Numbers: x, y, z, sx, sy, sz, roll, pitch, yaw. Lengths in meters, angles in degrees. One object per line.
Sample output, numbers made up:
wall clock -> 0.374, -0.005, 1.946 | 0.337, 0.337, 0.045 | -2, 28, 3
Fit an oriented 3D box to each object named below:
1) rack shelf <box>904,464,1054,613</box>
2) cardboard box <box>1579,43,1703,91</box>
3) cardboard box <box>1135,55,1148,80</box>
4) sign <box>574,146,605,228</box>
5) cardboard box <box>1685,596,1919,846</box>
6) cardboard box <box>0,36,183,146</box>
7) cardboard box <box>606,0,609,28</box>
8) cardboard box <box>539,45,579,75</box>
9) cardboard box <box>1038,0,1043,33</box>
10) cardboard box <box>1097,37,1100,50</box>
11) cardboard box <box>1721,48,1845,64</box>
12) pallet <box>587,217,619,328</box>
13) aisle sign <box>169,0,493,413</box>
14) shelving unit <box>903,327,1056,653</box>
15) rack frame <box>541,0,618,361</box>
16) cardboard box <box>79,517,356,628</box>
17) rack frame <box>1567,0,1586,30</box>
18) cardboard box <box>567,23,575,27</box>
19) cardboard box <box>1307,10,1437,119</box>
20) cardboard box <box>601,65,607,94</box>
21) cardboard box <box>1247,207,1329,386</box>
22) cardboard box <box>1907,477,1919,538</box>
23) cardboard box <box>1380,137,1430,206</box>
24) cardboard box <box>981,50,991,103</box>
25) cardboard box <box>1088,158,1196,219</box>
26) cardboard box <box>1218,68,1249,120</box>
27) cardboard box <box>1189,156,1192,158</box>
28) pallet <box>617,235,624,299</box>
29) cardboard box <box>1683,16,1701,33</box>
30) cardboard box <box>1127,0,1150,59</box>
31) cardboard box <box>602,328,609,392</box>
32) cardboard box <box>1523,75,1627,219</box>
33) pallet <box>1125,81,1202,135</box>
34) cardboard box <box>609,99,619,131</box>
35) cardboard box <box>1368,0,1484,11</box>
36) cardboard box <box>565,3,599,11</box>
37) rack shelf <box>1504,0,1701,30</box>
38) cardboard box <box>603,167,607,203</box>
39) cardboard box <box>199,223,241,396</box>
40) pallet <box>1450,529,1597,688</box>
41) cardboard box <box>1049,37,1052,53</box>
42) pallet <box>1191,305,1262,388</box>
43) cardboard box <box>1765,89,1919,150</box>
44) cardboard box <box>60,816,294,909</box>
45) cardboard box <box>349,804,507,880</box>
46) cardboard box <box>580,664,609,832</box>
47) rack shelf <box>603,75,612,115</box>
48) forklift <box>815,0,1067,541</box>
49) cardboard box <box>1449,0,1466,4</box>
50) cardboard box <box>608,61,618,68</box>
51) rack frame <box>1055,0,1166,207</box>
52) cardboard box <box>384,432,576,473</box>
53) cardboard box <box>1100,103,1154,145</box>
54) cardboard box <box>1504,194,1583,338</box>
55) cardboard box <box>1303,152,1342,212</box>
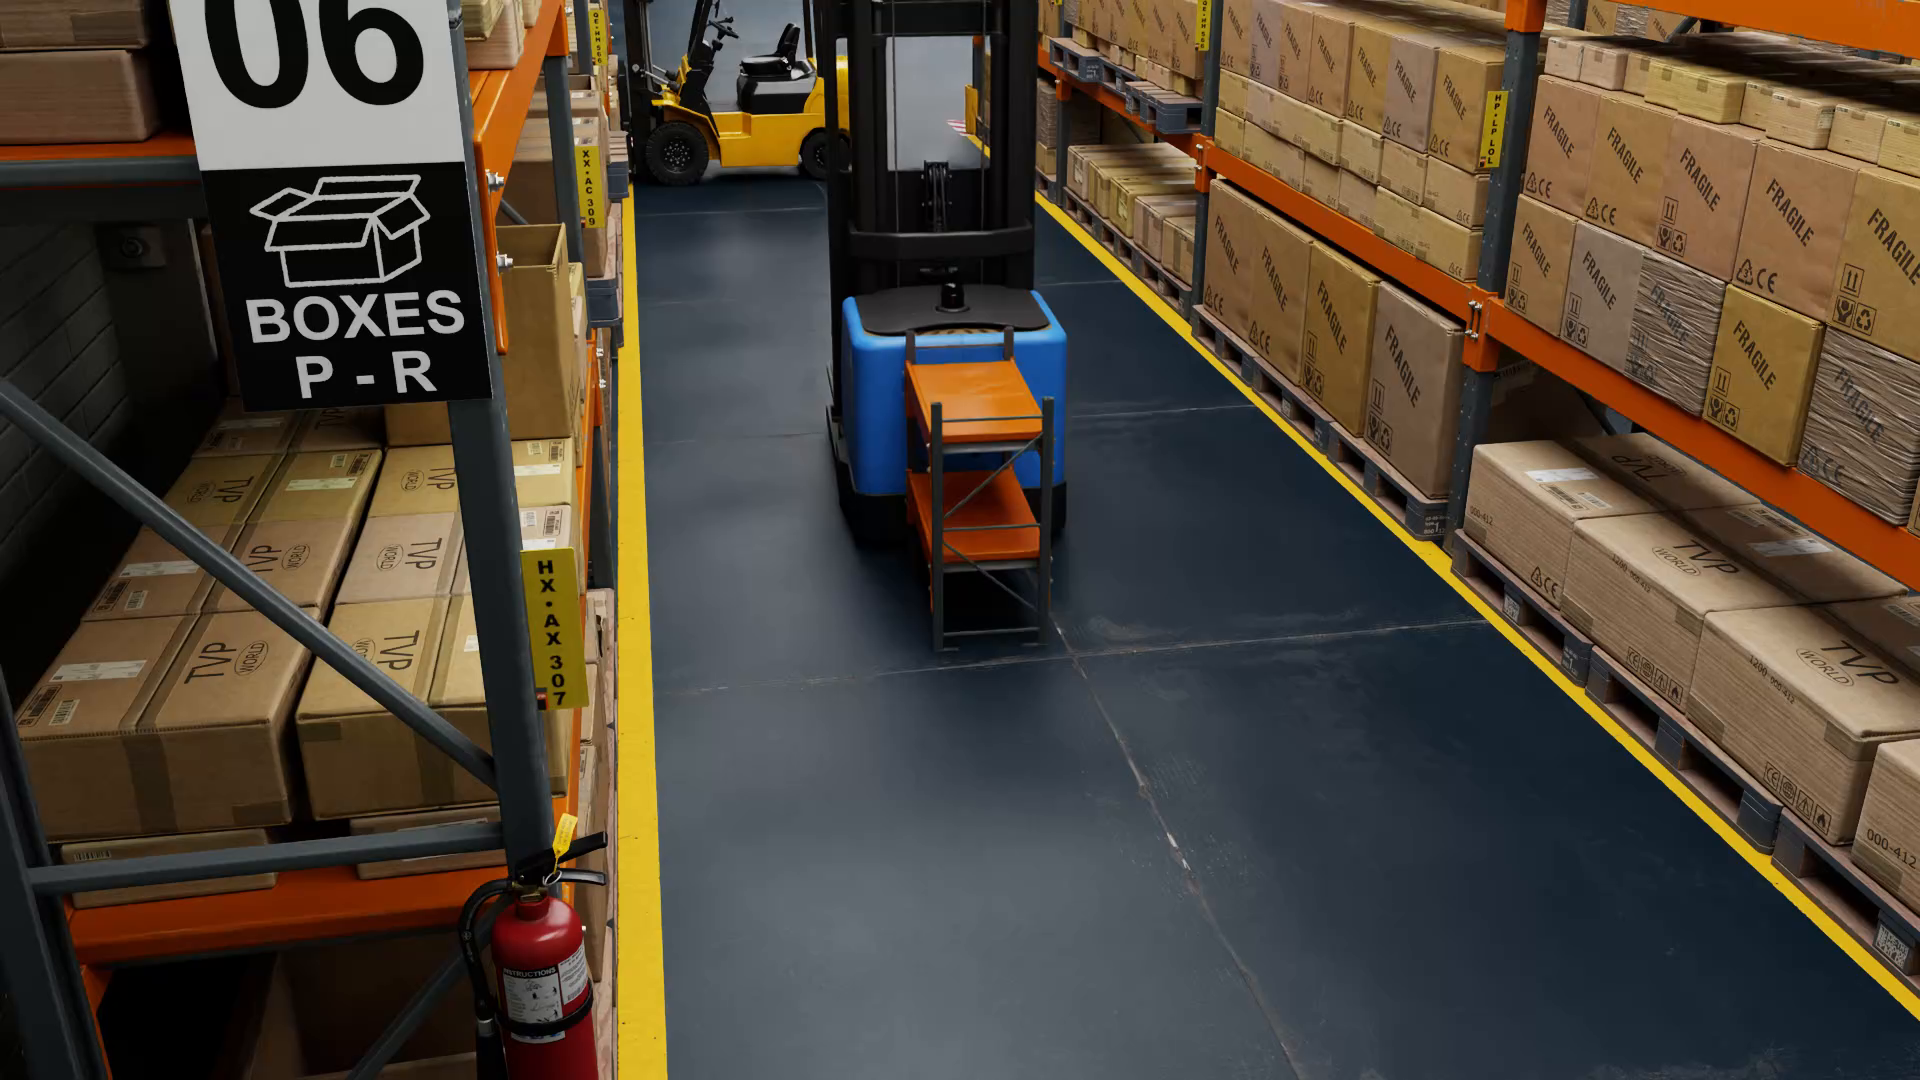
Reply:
rack shelf -> 0.066, -0.027, 7.517 | 0.538, 0.278, 1.000 | -3, 24, -7
cardboard box -> 2.728, -1.898, 6.663 | 0.380, 0.149, 0.250 | -4, 24, -9
cardboard box -> 1.516, -3.504, 12.315 | 0.380, 0.149, 0.250 | -4, 24, -9
sign -> -1.484, -1.410, 6.650 | 0.100, 0.325, 0.005 | -4, 24, -10
cardboard box -> 3.204, 0.604, 5.796 | 0.875, 0.438, 0.875 | -4, 24, -8
cardboard box -> -1.563, -0.765, 2.821 | 0.380, 0.149, 0.250 | -4, 24, -8
cardboard box -> -3.799, -5.358, 16.644 | 0.500, 0.500, 0.500 | -4, 24, -8
cardboard box -> -2.525, -3.034, 10.514 | 0.380, 0.149, 0.250 | -4, 24, -8
cardboard box -> 0.954, -5.027, 15.515 | 0.500, 0.500, 0.500 | -4, 24, -8
cardboard box -> 1.339, -4.118, 13.720 | 0.380, 0.149, 0.250 | -3, 24, -6
cardboard box -> 3.210, -1.833, 6.514 | 0.380, 0.149, 0.250 | -4, 24, -10
pallet -> -2.056, -1.205, 7.501 | 1.003, 0.211, 1.213 | -4, 24, -10
aisle sign -> -0.975, -0.583, 2.590 | 0.394, 0.787, 0.004 | -4, 24, -10
shelving unit -> 0.066, -0.251, 7.419 | 0.538, 1.125, 1.048 | -3, 24, -7
rack frame -> -2.755, -2.544, 10.327 | 1.000, 3.000, 0.127 | -4, 24, -10
cardboard box -> -1.716, 0.171, 3.926 | 0.500, 0.250, 0.500 | -4, 24, -10
rack frame -> 6.228, -4.892, 15.704 | 1.000, 3.000, 0.127 | -4, 24, -10
cardboard box -> -2.774, -3.541, 11.675 | 0.380, 0.149, 0.250 | -4, 24, -9
cardboard box -> 2.245, -2.607, 9.097 | 0.500, 0.500, 0.500 | -4, 24, -9
cardboard box -> -3.046, -3.672, 13.098 | 0.500, 0.250, 0.500 | -4, 24, -10
cardboard box -> 2.329, -1.503, 10.072 | 0.875, 0.875, 0.875 | -4, 24, -9
cardboard box -> 3.174, -0.181, 4.791 | 0.500, 0.500, 0.500 | -5, 24, -11
cardboard box -> 2.442, -1.851, 8.304 | 0.500, 0.250, 0.500 | -4, 24, -8
cardboard box -> 0.525, -4.988, 17.898 | 0.500, 0.500, 0.500 | -5, 24, -12
cardboard box -> 1.618, -2.986, 14.097 | 0.950, 0.372, 0.625 | -3, 24, -6
cardboard box -> 1.973, -2.856, 10.603 | 0.500, 0.250, 0.500 | -4, 24, -10
cardboard box -> 2.521, -3.864, 16.469 | 0.500, 0.500, 0.500 | 13, 27, 27
pallet -> -3.091, -2.072, 12.729 | 1.003, 0.211, 1.213 | -4, 24, -10
cardboard box -> 6.339, -4.116, 13.802 | 0.500, 0.500, 0.500 | -4, 24, -9
cardboard box -> 1.564, -3.847, 12.288 | 0.500, 0.500, 0.500 | -6, 24, -13
cardboard box -> -2.284, -1.037, 9.475 | 0.500, 0.500, 0.500 | -3, 24, -7
cardboard box -> 2.712, -1.638, 6.879 | 0.500, 0.500, 0.500 | -4, 24, -9
pallet -> 1.886, -3.097, 11.834 | 1.213, 0.211, 1.003 | -4, 24, -10
cardboard box -> -3.276, -3.721, 14.684 | 0.500, 0.250, 0.500 | -5, 24, -11
cardboard box -> 2.663, -2.836, 9.621 | 0.500, 0.500, 0.500 | -4, 24, -10
cardboard box -> -2.976, -4.048, 12.836 | 0.380, 0.149, 0.250 | -5, 24, -11
rack shelf -> 2.492, -3.171, 8.914 | 1.077, 0.370, 4.000 | -4, 24, -10
cardboard box -> -1.895, -1.676, 7.984 | 0.396, 0.266, 0.258 | -3, 24, -7
cardboard box -> -2.002, -0.776, 5.159 | 0.500, 0.500, 0.500 | -5, 24, -11
pallet -> 2.925, 0.243, 7.429 | 1.003, 0.211, 1.213 | -4, 24, -10
cardboard box -> 1.023, -4.475, 15.062 | 0.380, 0.149, 0.250 | -5, 24, -10
pallet -> 2.194, -1.319, 11.007 | 1.003, 0.211, 1.213 | -4, 24, -10
cardboard box -> 2.928, -1.397, 5.516 | 0.380, 0.149, 0.250 | -4, 24, -10
cardboard box -> -1.601, 0.607, 3.425 | 0.380, 0.149, 0.250 | -5, 24, -10
cardboard box -> -1.067, 0.568, 3.515 | 0.380, 0.149, 0.250 | -4, 24, -10
cardboard box -> -1.415, 0.754, 5.375 | 0.500, 0.500, 0.500 | -4, 24, -9
rack shelf -> -3.125, -3.001, 12.272 | 1.077, 0.370, 4.000 | -4, 24, -10
forklift -> -0.182, -1.895, 8.926 | 1.130, 2.935, 3.031 | -3, 24, -7
cardboard box -> 5.705, -5.947, 17.932 | 0.875, 0.550, 0.550 | -4, 24, -10
cardboard box -> -3.743, -4.723, 16.977 | 0.500, 0.250, 0.500 | -4, 24, -9
rack frame -> 1.382, -4.486, 14.774 | 1.000, 3.000, 0.127 | -4, 24, -10
cardboard box -> -1.401, -0.260, 4.914 | 0.500, 0.250, 0.500 | -5, 24, -11
cardboard box -> 1.539, -4.014, 15.667 | 0.500, 0.500, 0.500 | -3, 24, -7
cardboard box -> 2.691, -1.181, 7.082 | 0.500, 0.500, 0.500 | -4, 24, -8
cardboard box -> 2.264, -2.032, 9.341 | 0.500, 0.250, 0.500 | -4, 24, -10
